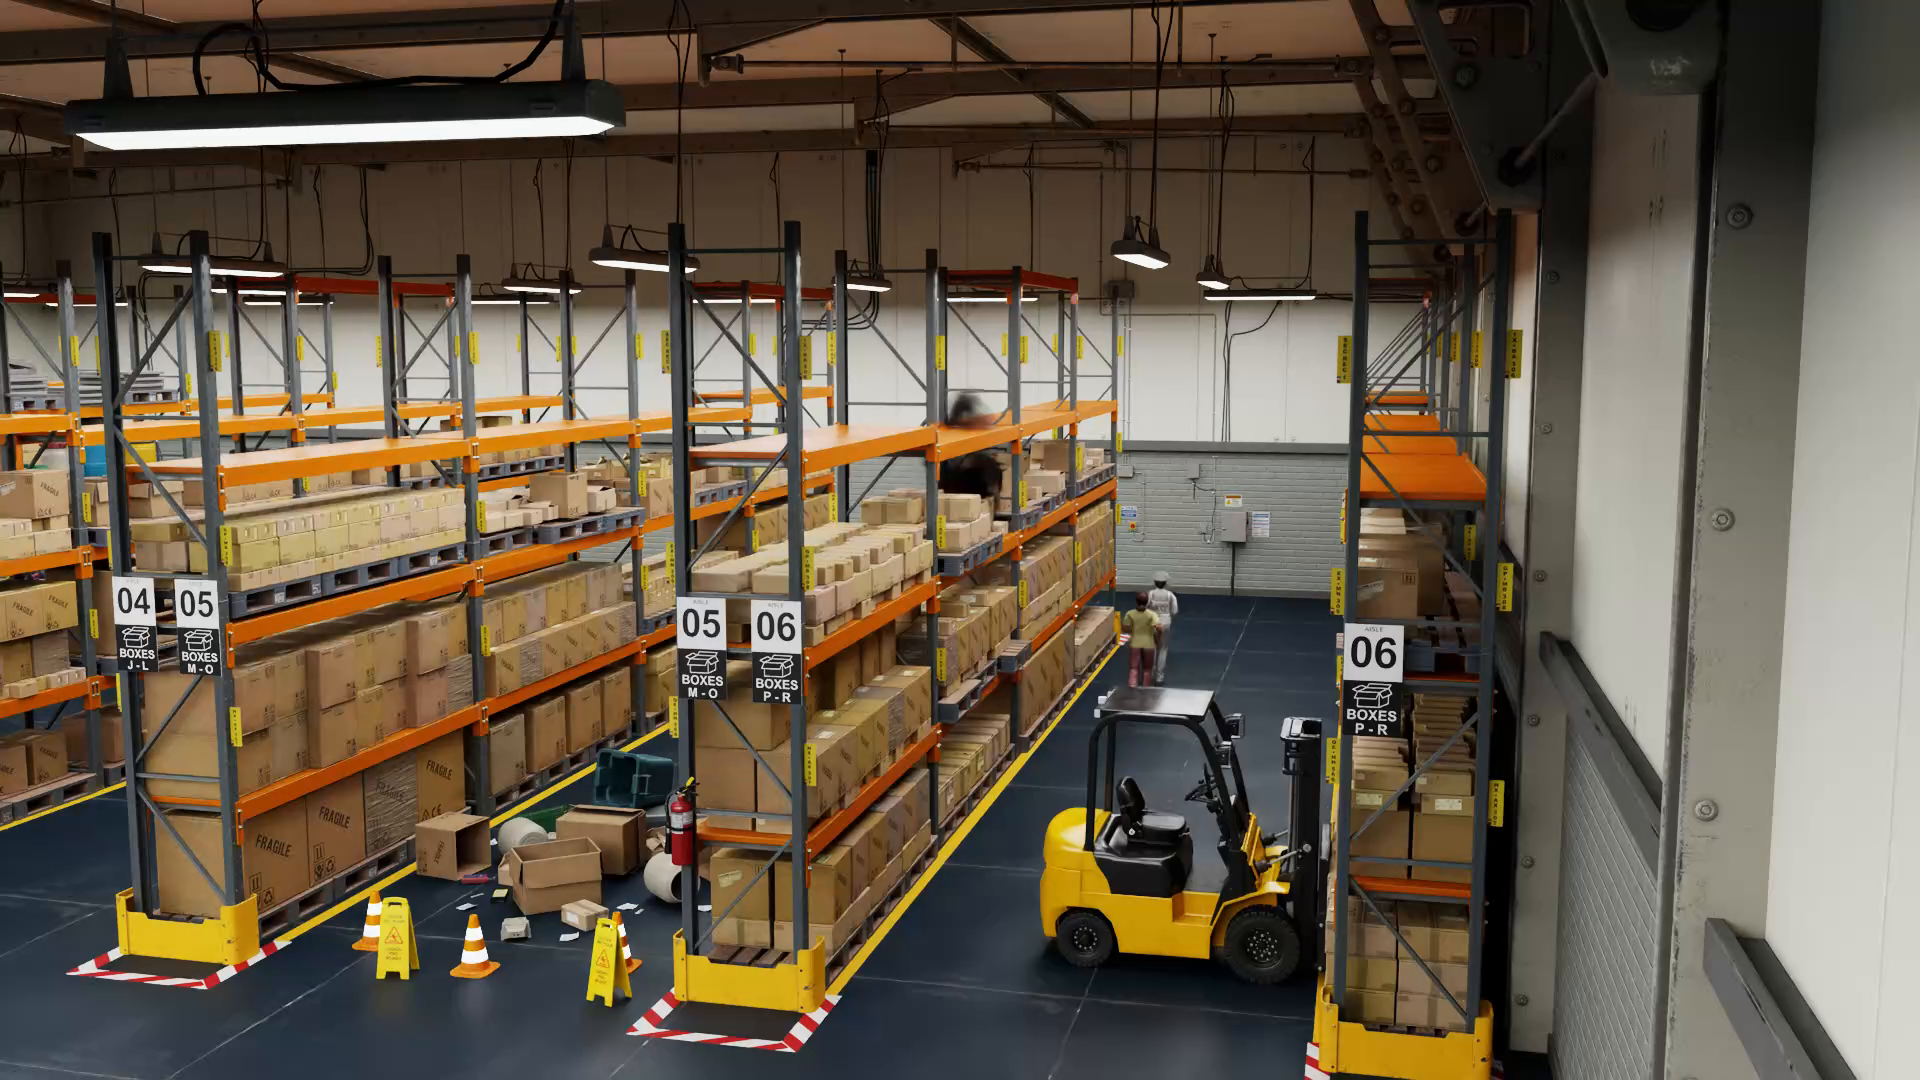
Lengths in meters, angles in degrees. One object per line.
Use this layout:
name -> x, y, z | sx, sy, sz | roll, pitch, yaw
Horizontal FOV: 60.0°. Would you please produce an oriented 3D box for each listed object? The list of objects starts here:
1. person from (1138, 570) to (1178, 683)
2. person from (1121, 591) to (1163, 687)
person -> 2.963, 1.303, 24.867 | 0.580, 1.697, 0.682 | 1, 7, 11
person -> 2.550, 1.535, 23.294 | 0.588, 1.600, 0.793 | 2, 7, 13
